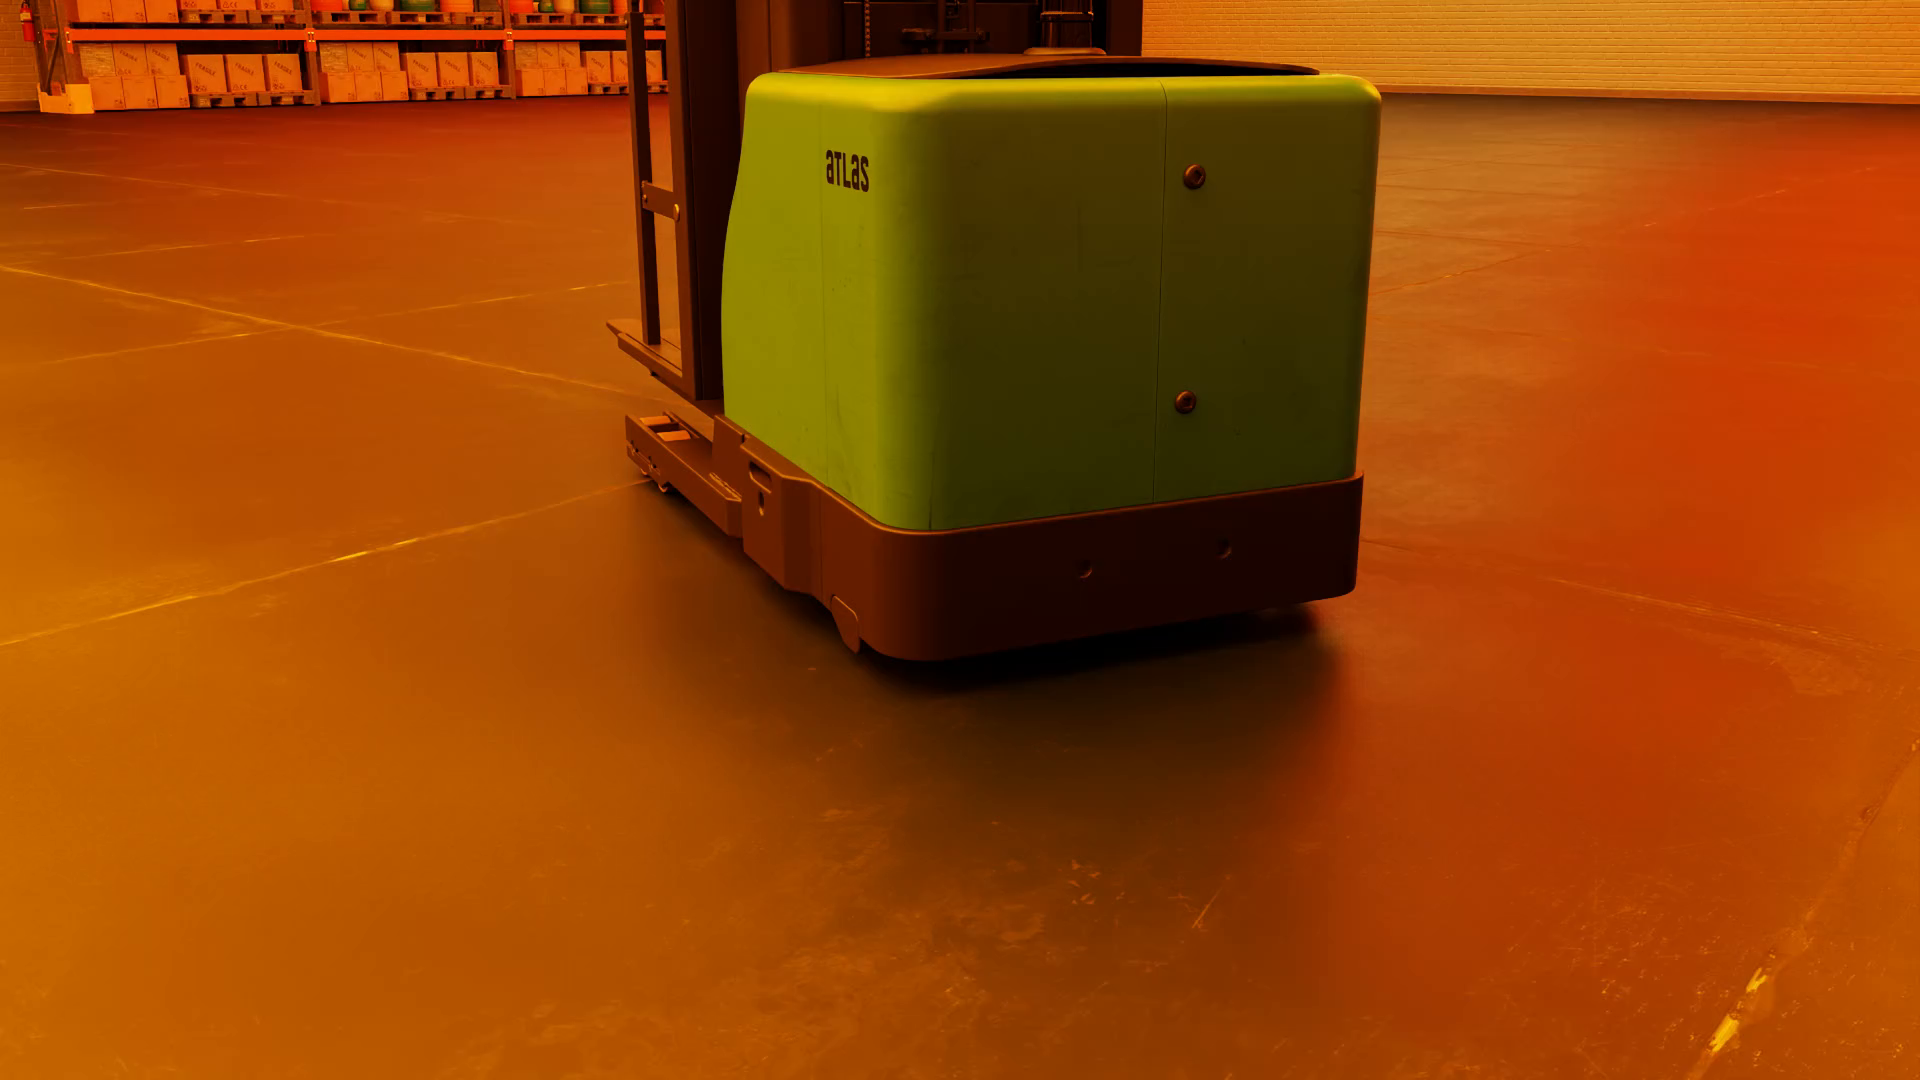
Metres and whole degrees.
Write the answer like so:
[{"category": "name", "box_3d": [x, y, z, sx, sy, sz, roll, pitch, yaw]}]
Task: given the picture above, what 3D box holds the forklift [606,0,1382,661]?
[{"category": "forklift", "box_3d": [-0.259, -1.569, 4.065, 1.130, 2.935, 3.031, -7, 18, -23]}]
